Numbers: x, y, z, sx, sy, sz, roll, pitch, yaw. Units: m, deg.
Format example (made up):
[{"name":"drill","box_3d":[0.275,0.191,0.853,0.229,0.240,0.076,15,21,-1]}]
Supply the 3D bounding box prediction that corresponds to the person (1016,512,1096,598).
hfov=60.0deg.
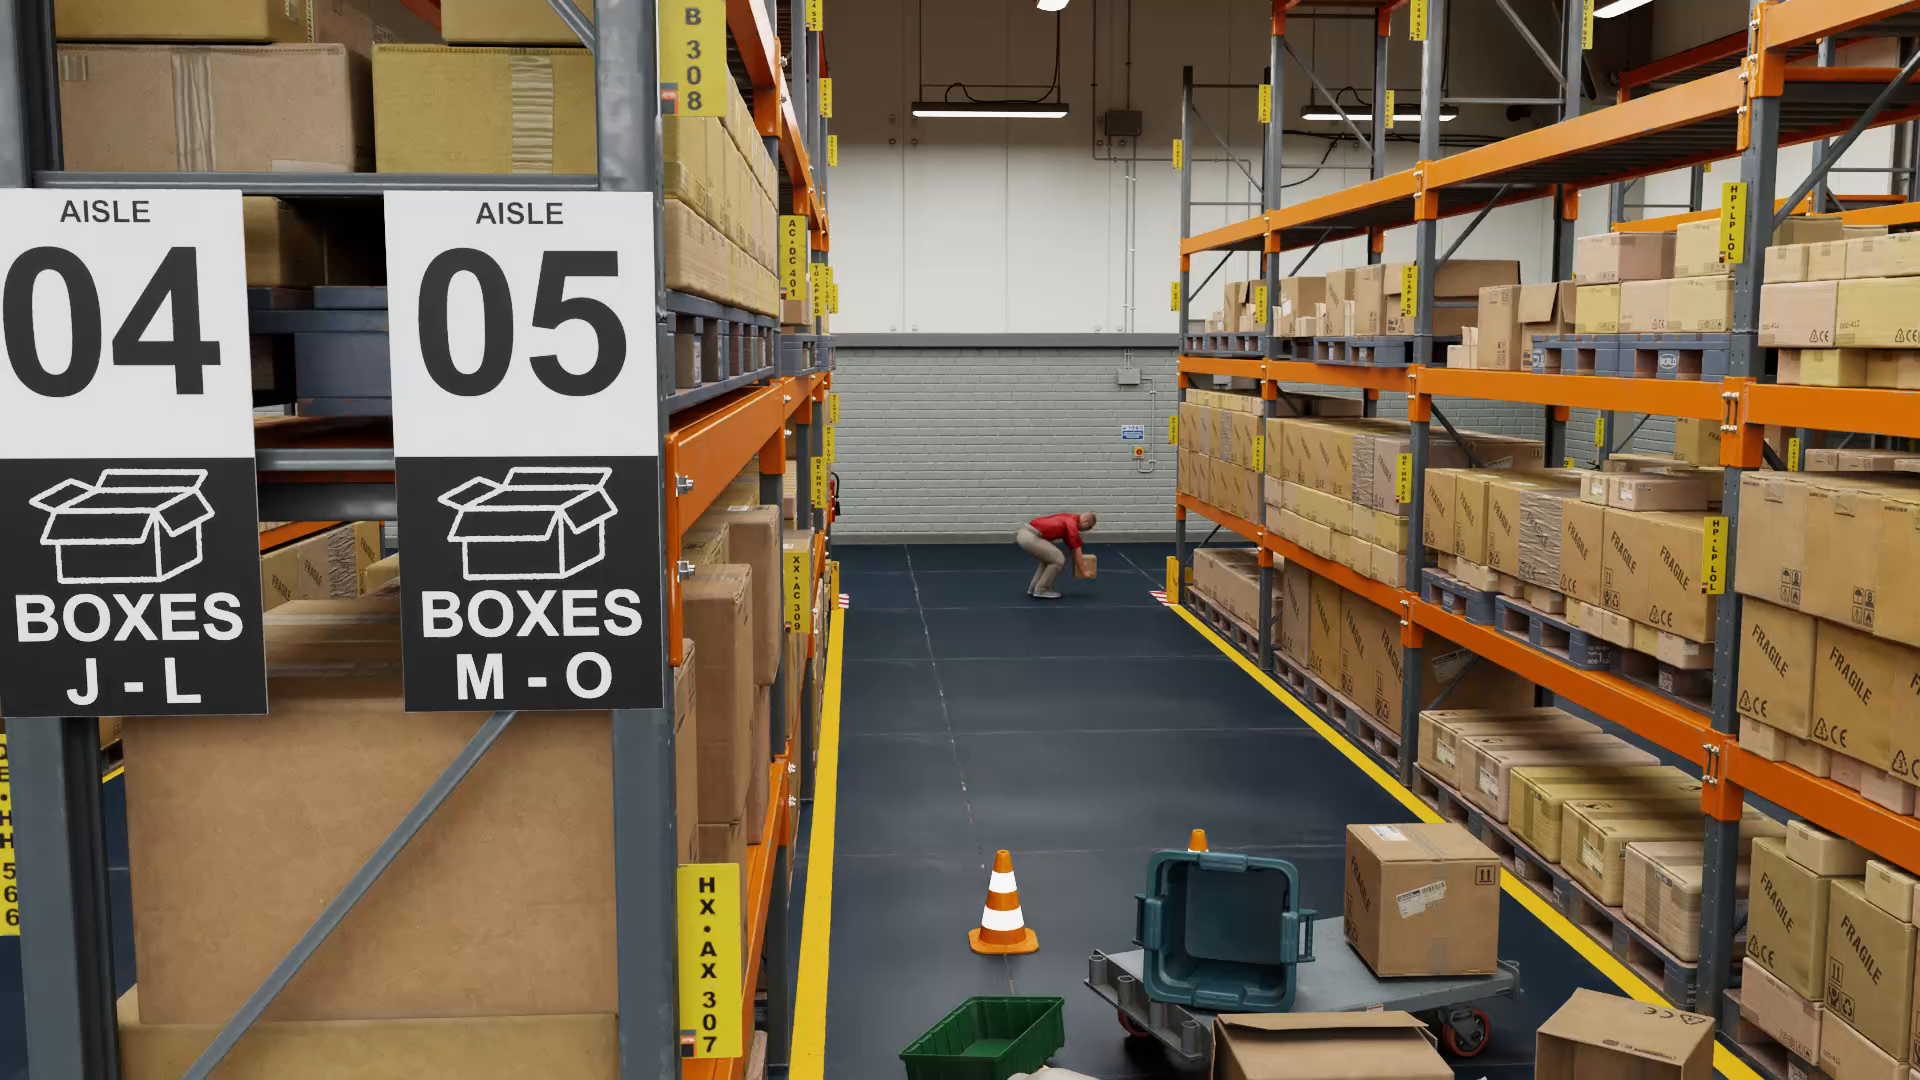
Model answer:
[{"name":"person","box_3d":[1.136,0.168,19.505,0.940,0.997,0.518,-1,7,-6]}]
